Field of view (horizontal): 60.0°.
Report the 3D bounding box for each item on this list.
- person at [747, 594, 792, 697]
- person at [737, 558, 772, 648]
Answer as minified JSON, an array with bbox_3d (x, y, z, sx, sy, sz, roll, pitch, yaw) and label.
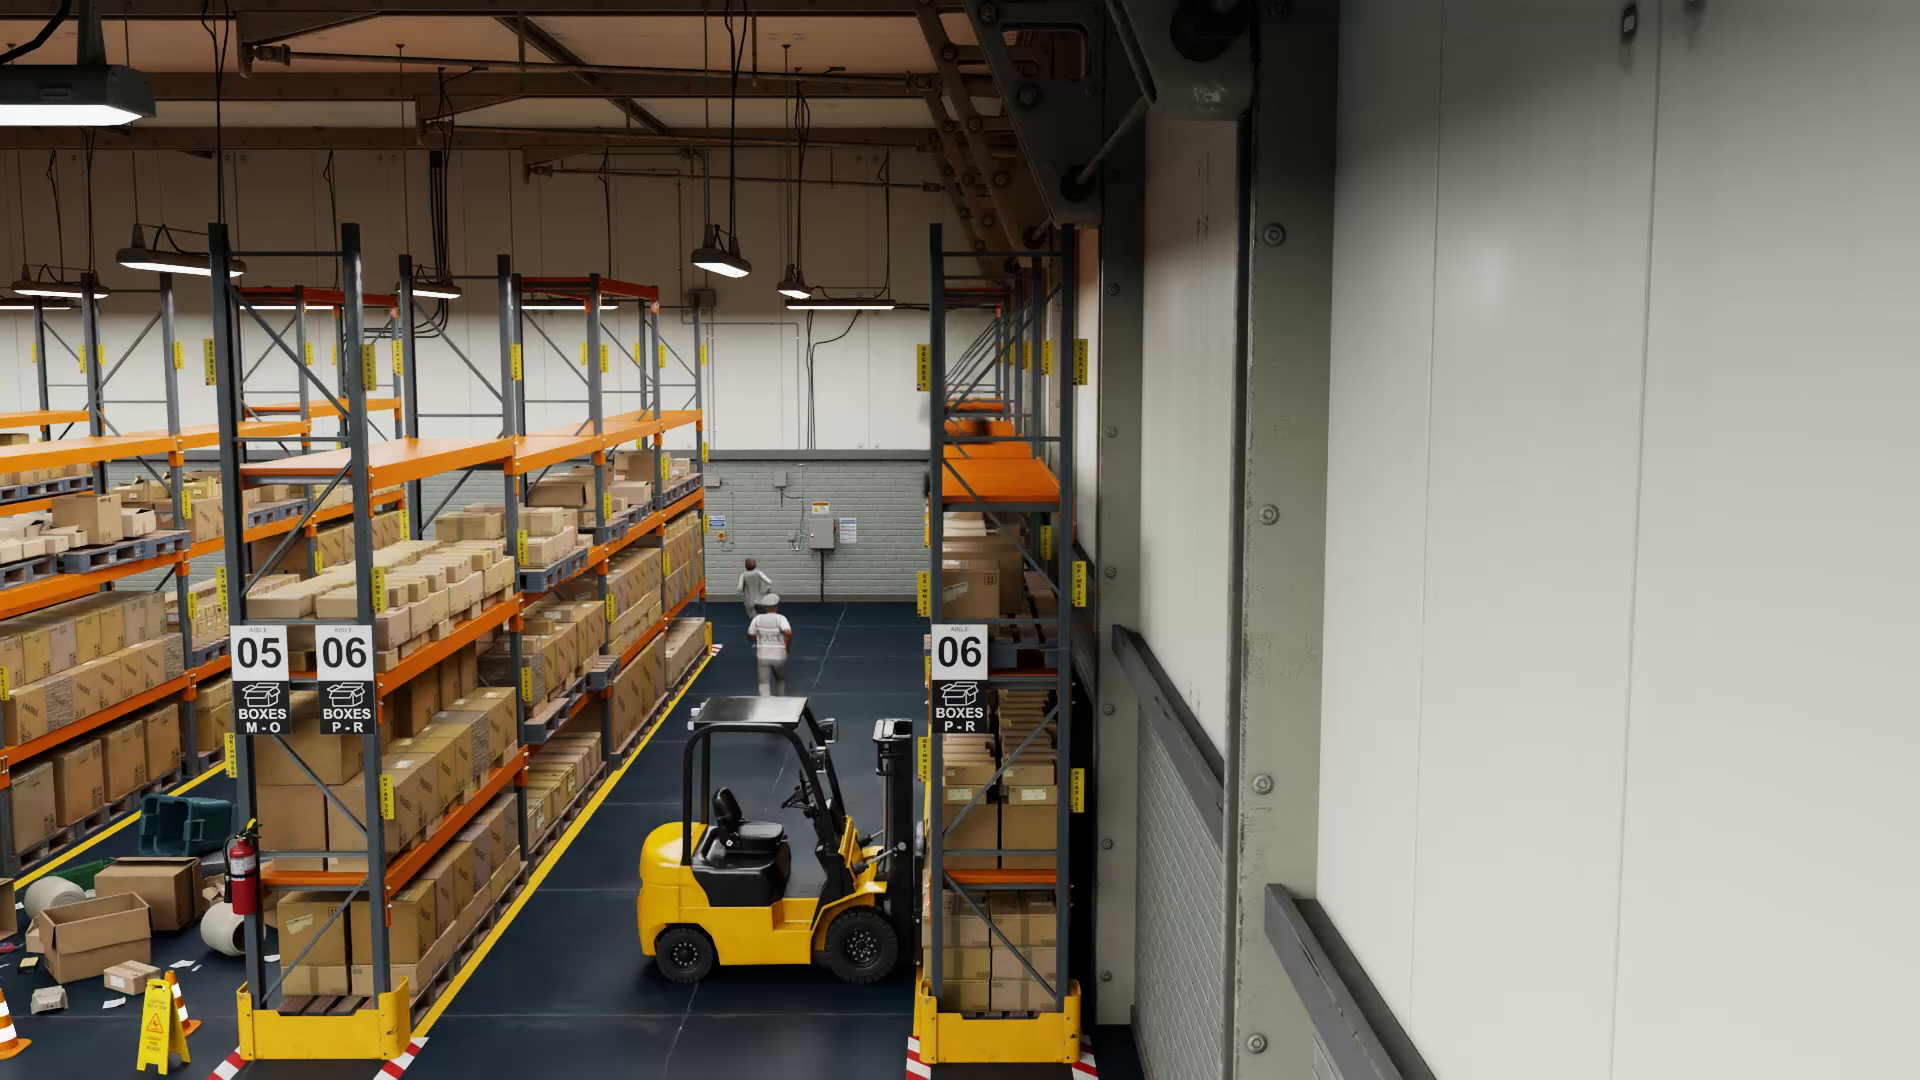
[{"bbox_3d":[-2.600,1.651,22.740,0.625,1.825,1.058,-1,7,-5],"label":"person"},{"bbox_3d":[-3.495,1.104,28.183,0.554,1.621,0.809,-4,8,-28],"label":"person"}]
